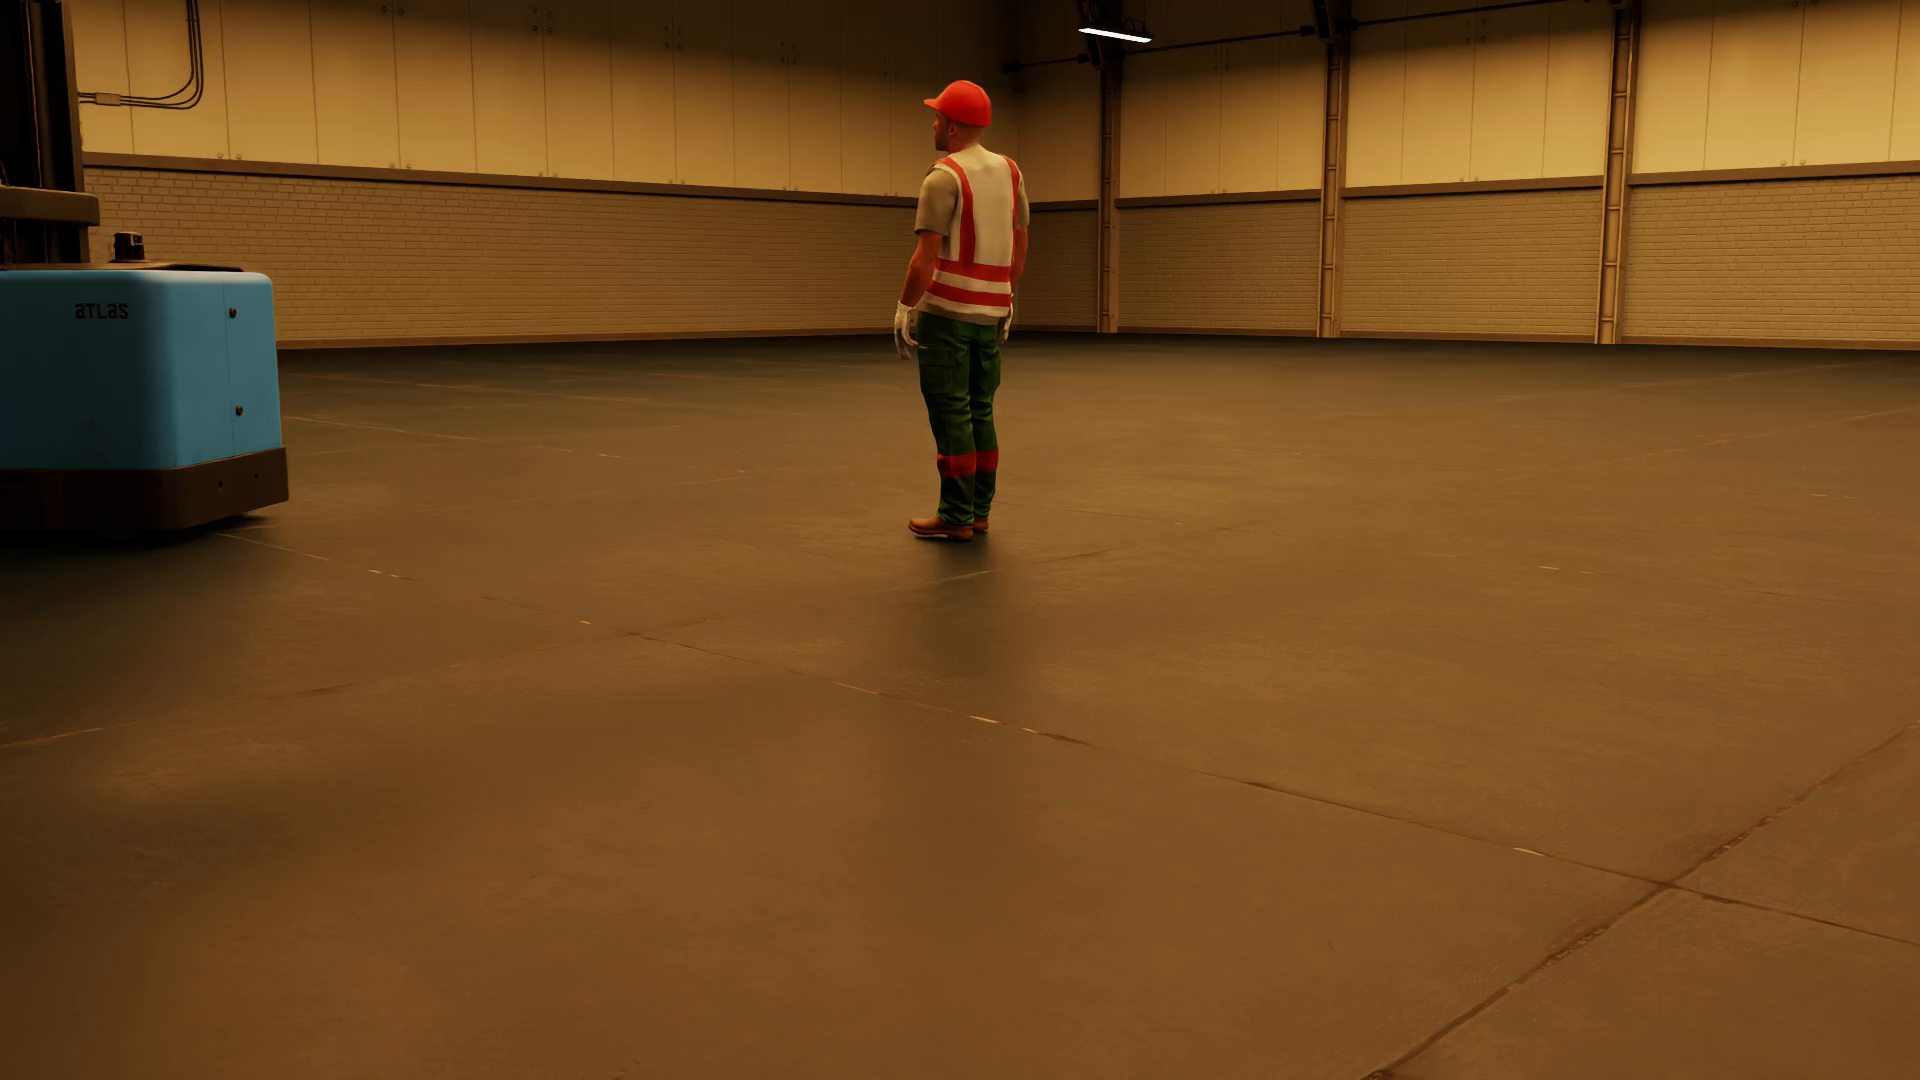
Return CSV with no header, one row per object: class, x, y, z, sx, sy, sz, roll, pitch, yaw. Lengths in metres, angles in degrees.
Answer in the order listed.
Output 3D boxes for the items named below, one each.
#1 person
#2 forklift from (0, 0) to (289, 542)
person,-0.049,-0.902,6.647,0.564,1.787,0.637,8,12,43
forklift,-4.526,-1.503,6.852,3.031,2.935,1.130,1,9,3
